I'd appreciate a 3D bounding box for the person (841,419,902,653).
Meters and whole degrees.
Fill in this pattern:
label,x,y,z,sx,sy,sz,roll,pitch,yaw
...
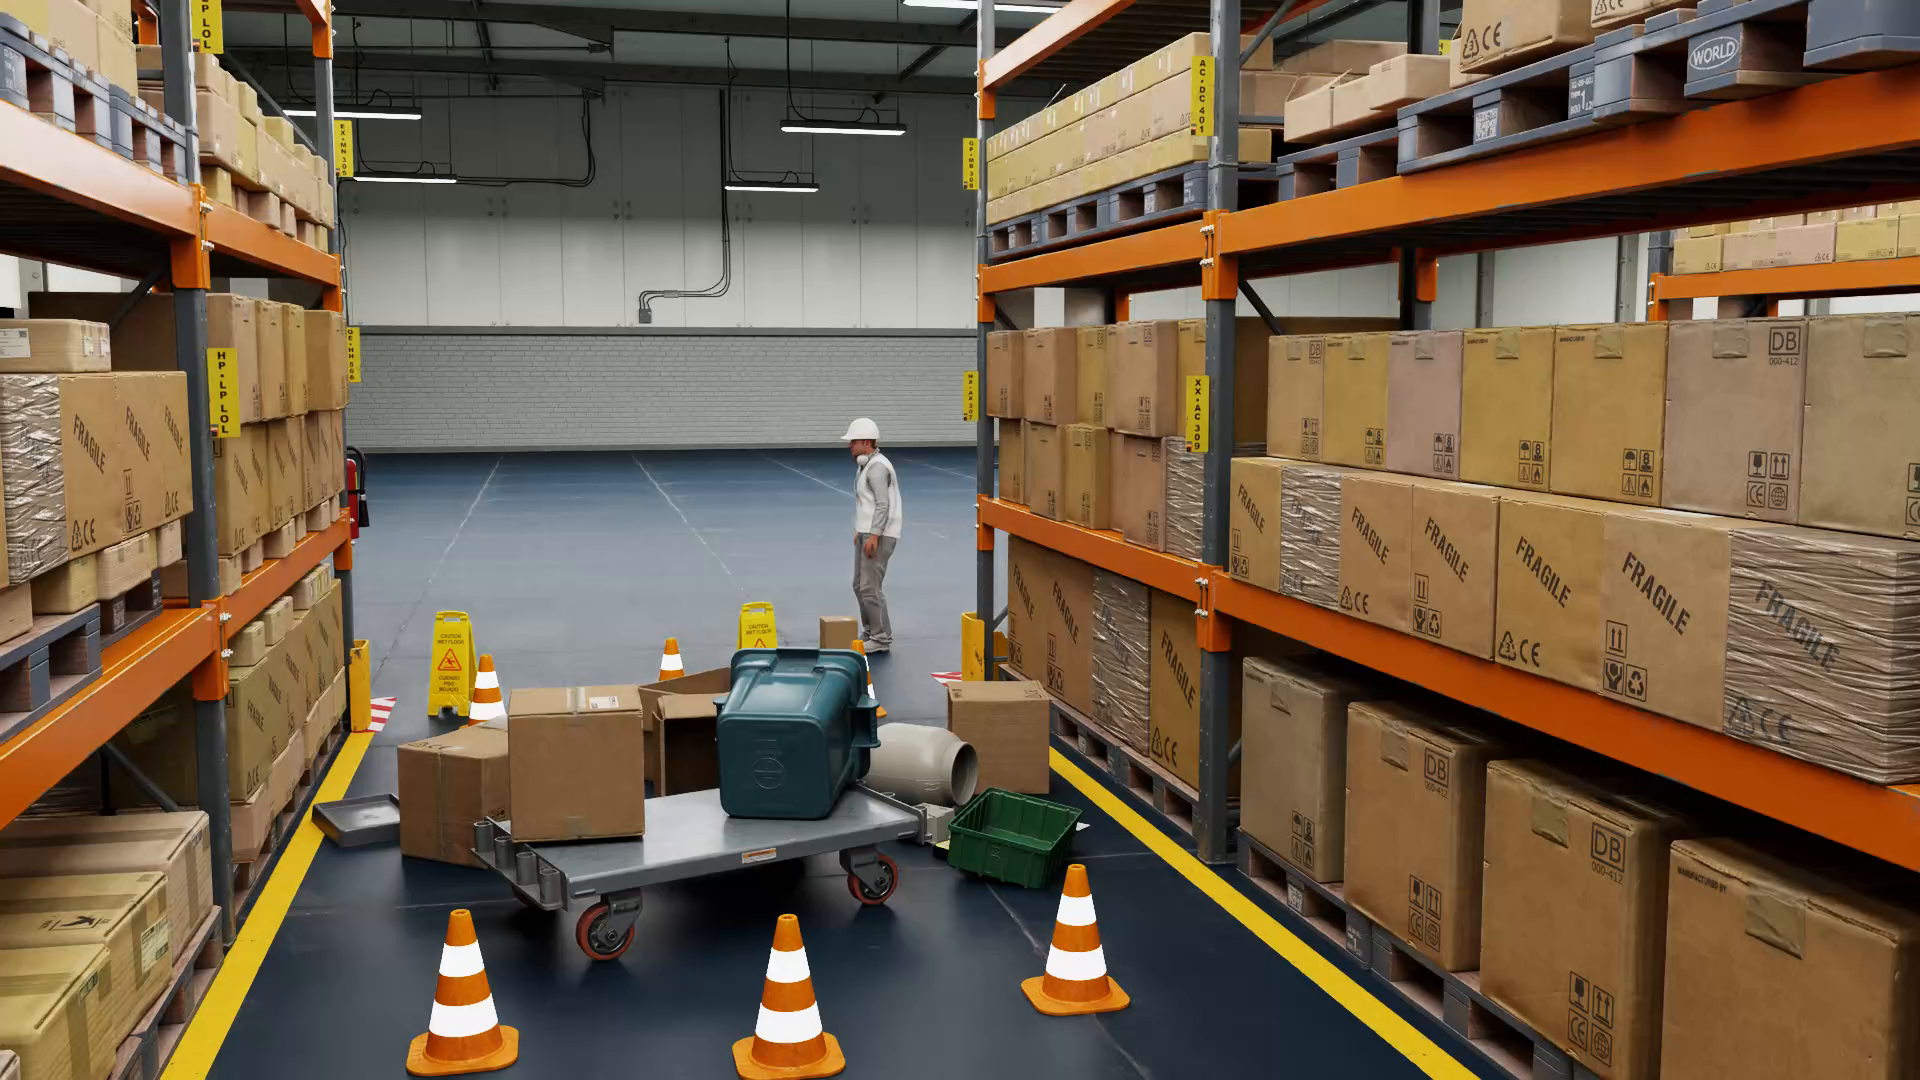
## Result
label,x,y,z,sx,sy,sz,roll,pitch,yaw
person,-0.678,-0.041,12.700,0.461,1.771,0.581,-1,6,-13
